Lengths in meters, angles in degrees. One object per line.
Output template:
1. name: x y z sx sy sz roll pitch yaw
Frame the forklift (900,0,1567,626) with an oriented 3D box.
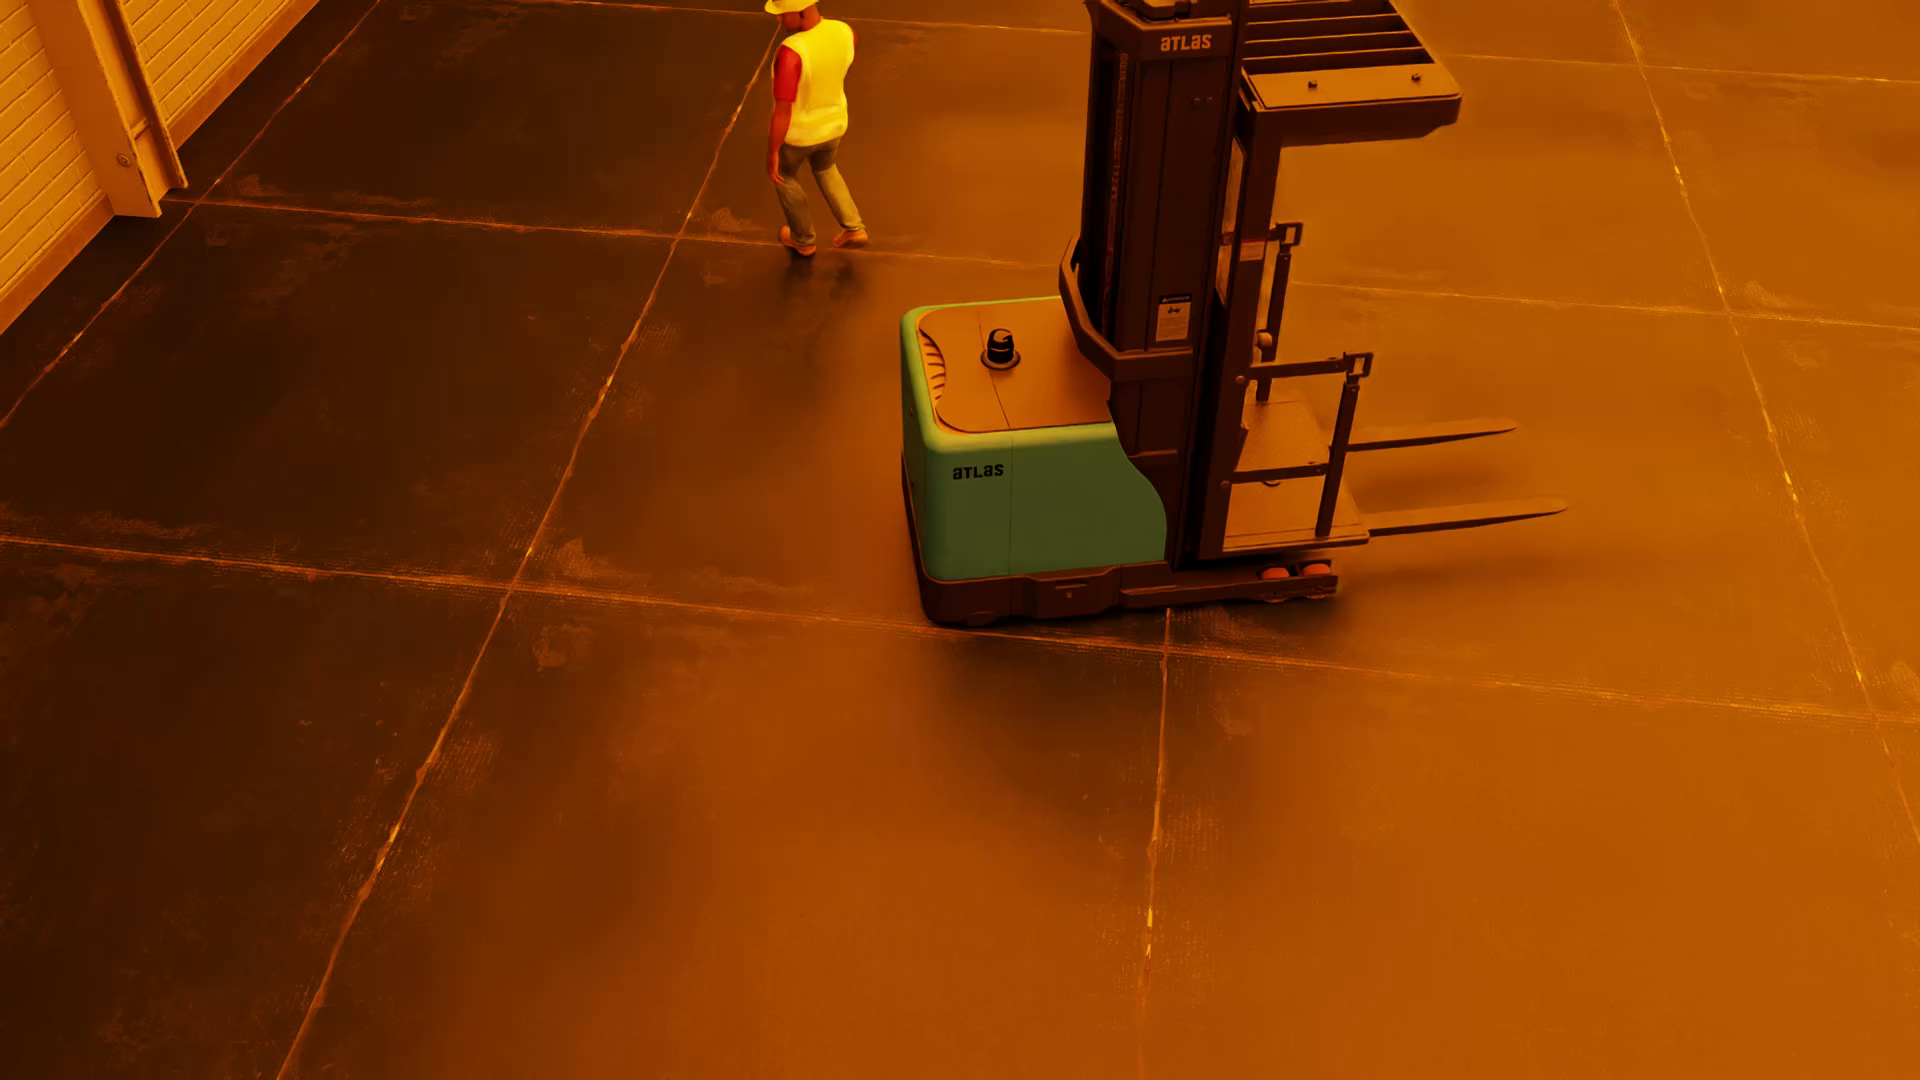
1. forklift: 1.278 -1.145 6.971 3.031 2.935 1.130 -5 43 -6

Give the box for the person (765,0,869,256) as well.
1. person: -0.865 -2.289 9.124 0.729 1.709 0.626 -25 48 -25
